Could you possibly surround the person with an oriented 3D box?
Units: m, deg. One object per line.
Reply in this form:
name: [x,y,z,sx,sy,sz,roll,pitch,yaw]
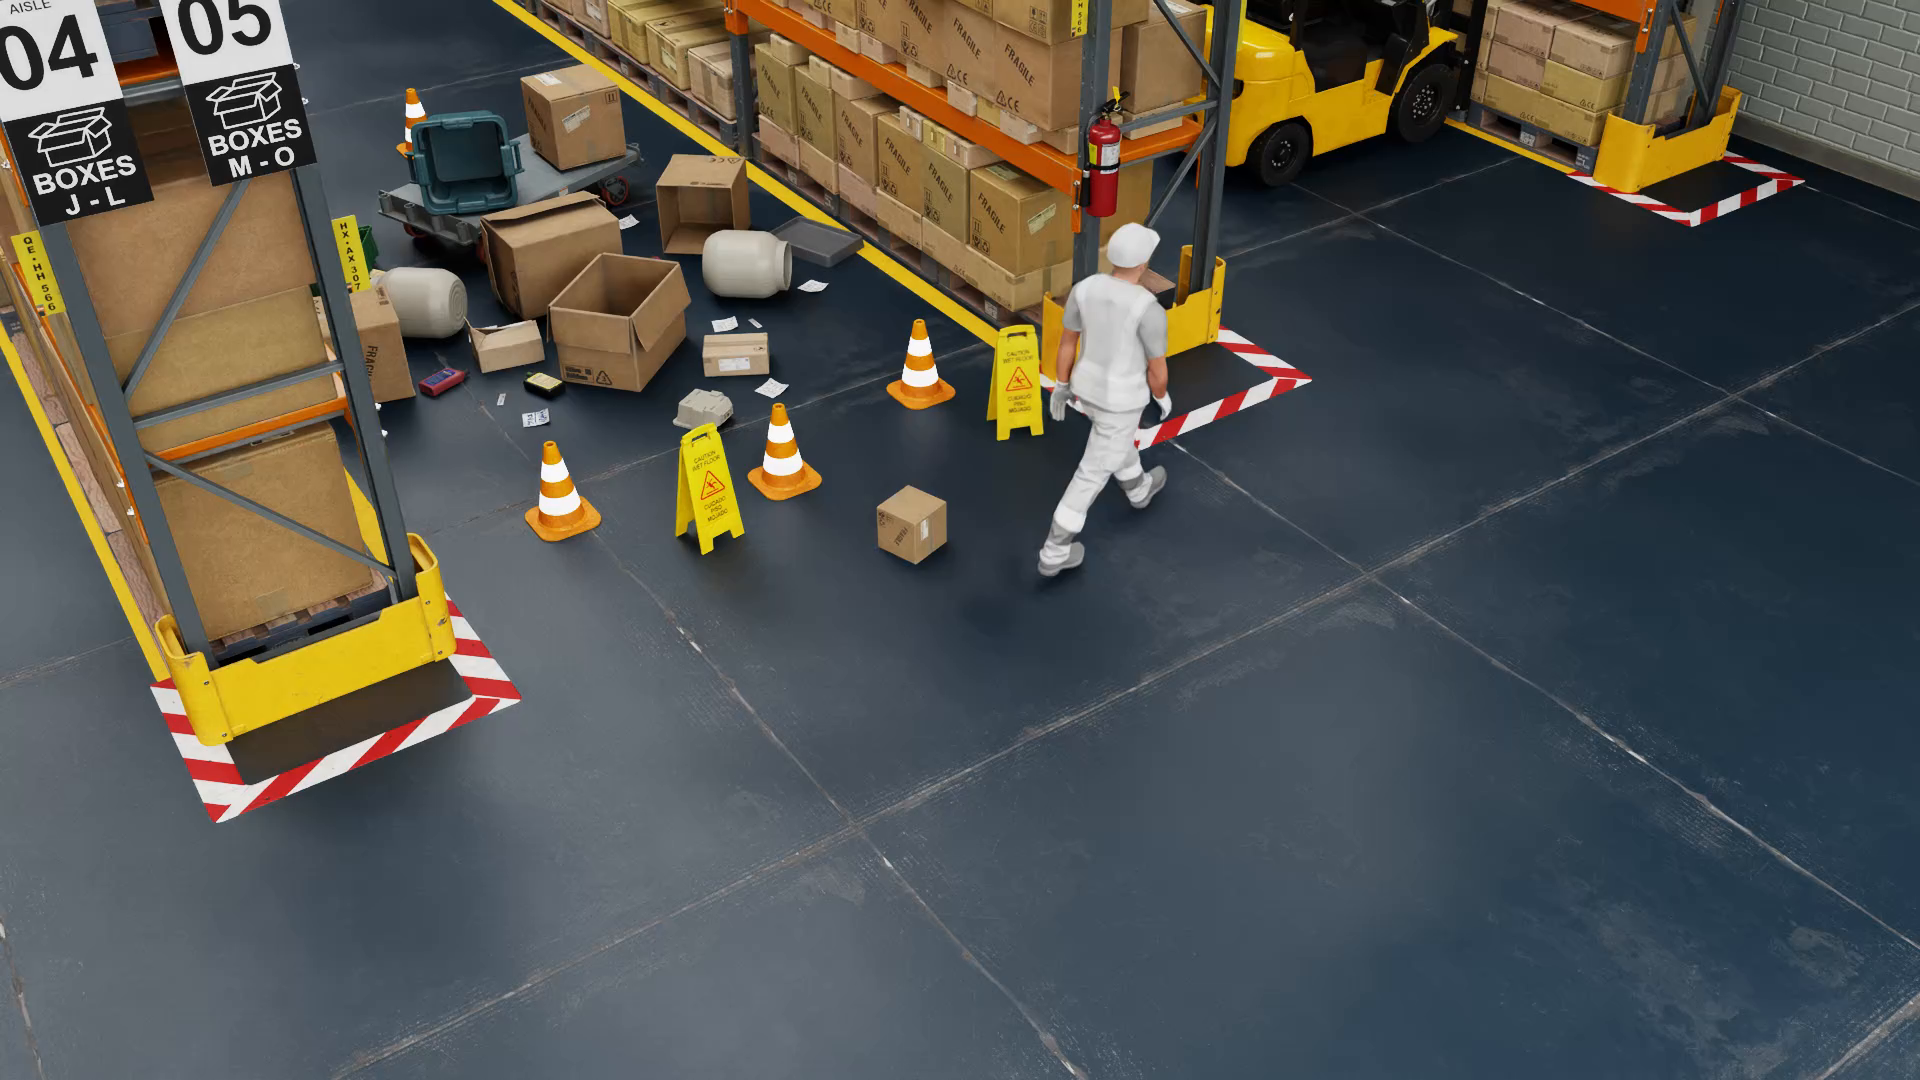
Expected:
person: [0.770,-0.724,7.986,1.095,1.727,0.527,-29,45,-33]
